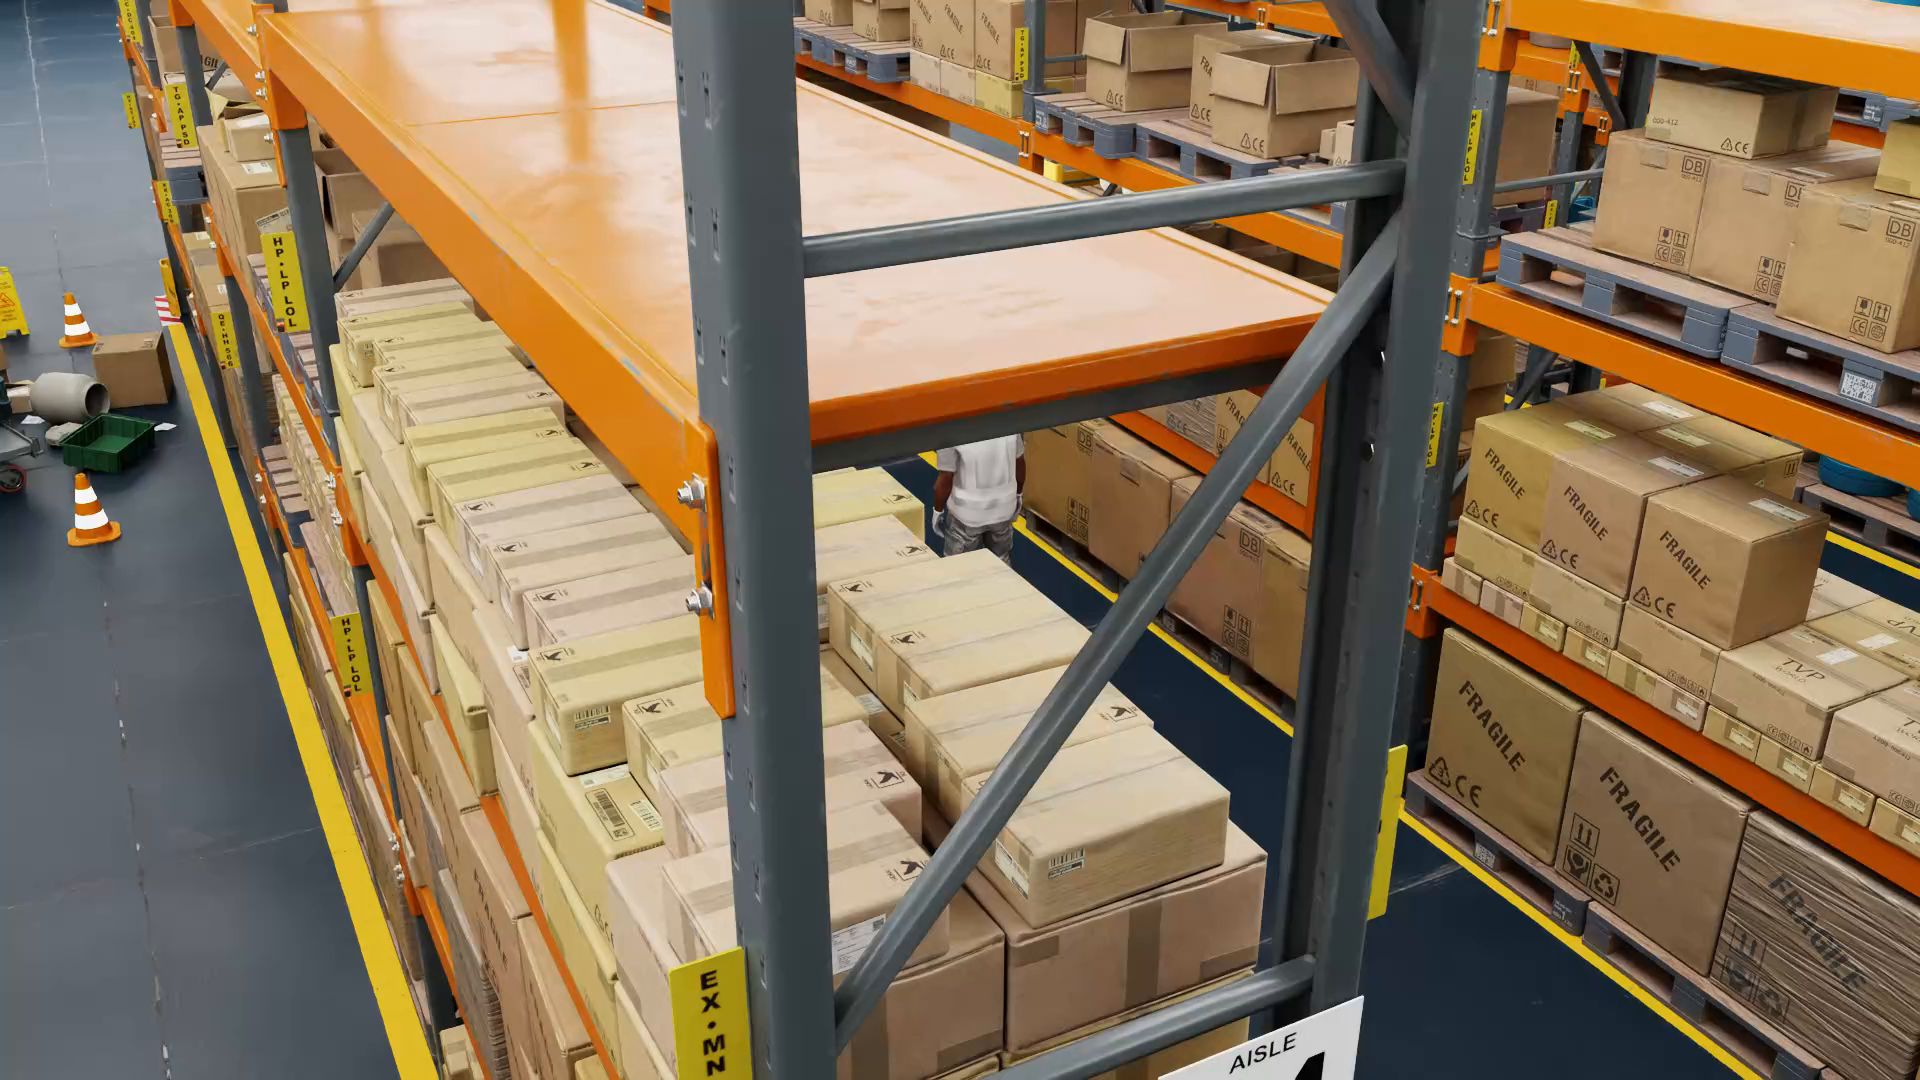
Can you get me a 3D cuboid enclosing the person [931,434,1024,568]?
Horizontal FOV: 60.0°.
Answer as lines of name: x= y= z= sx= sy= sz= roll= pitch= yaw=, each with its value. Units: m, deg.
person: x=0.101 y=-0.198 z=10.053 sx=0.619 sy=1.771 sz=0.459 roll=-14 pitch=29 yaw=-27
